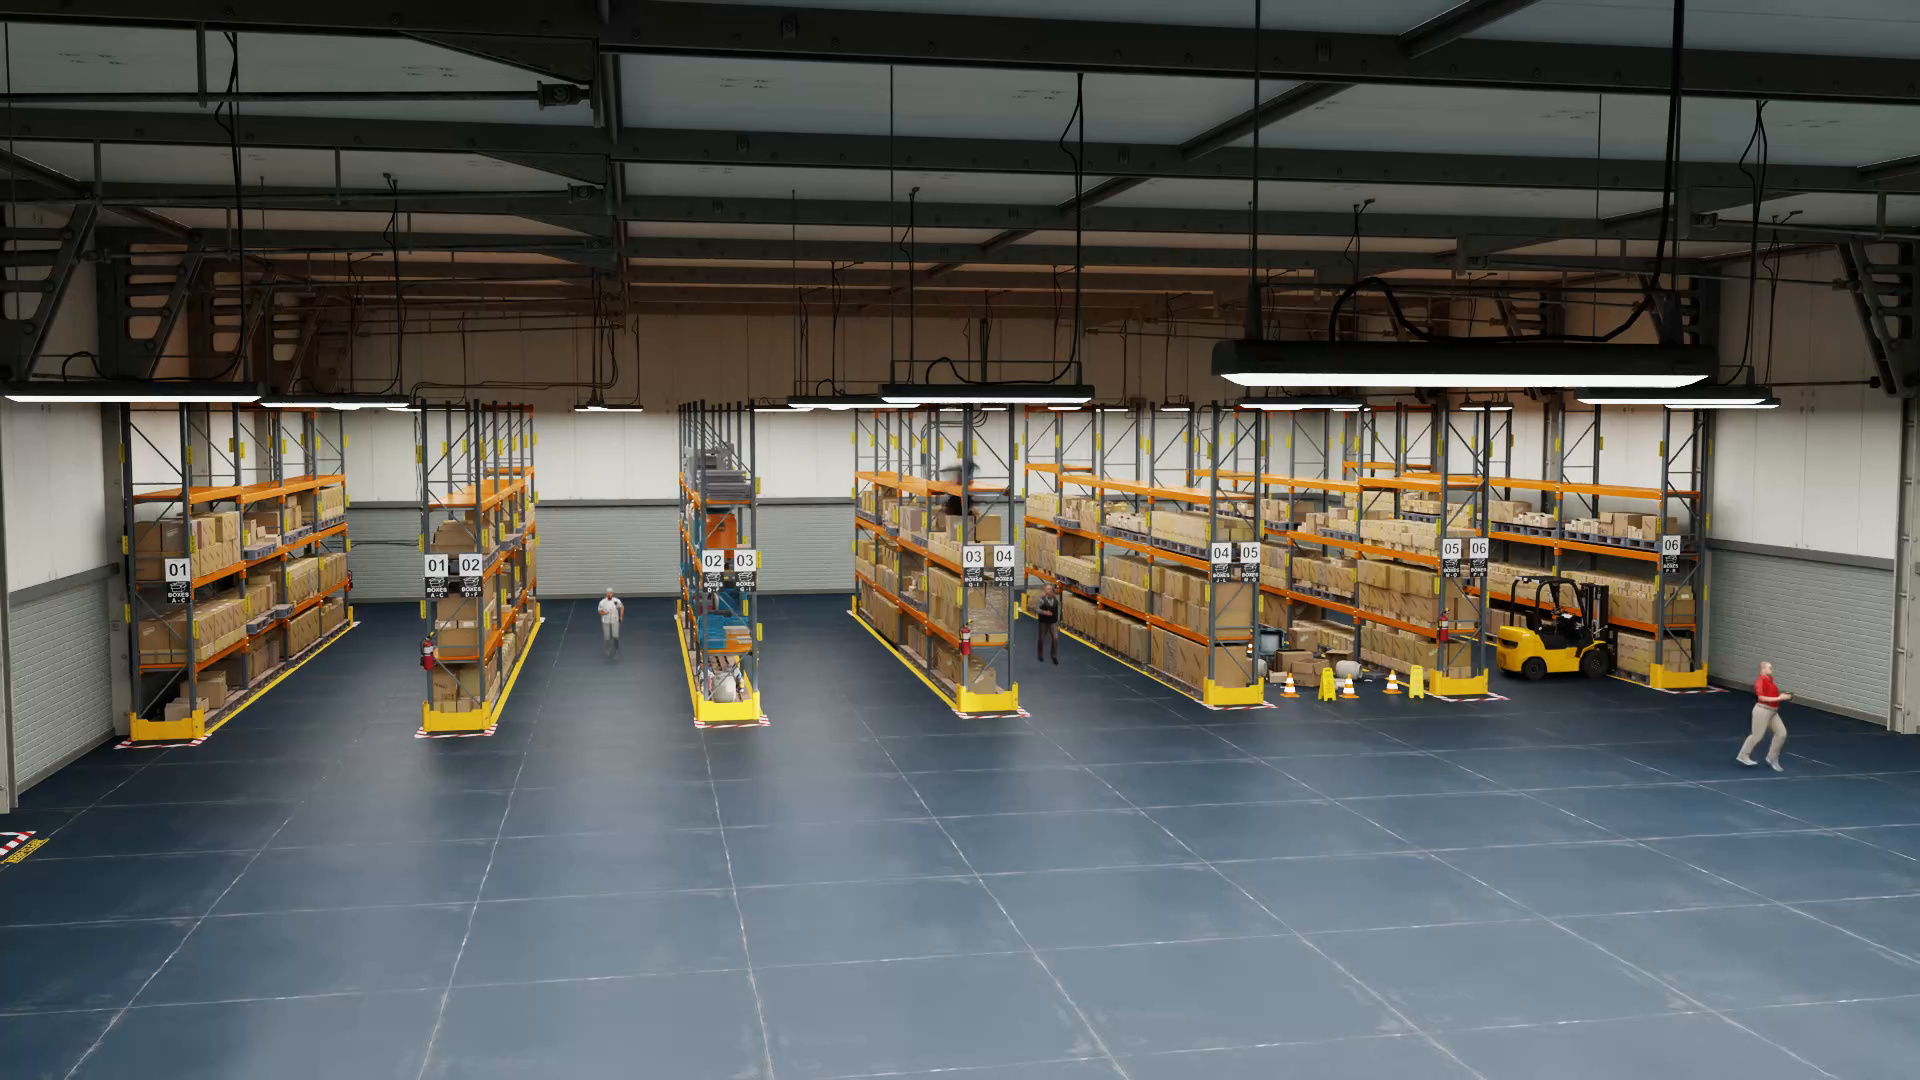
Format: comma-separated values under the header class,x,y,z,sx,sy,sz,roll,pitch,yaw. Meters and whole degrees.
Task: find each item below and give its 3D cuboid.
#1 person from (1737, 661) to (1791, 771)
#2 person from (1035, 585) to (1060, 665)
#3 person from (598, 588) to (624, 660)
class,x,y,z,sx,sy,sz,roll,pitch,yaw
person,12.978,2.851,26.803,0.634,1.799,0.773,-4,6,-43
person,1.949,1.857,36.764,0.655,1.739,0.780,-1,4,-16
person,-8.162,1.970,38.876,0.576,1.705,0.708,-1,4,-9
